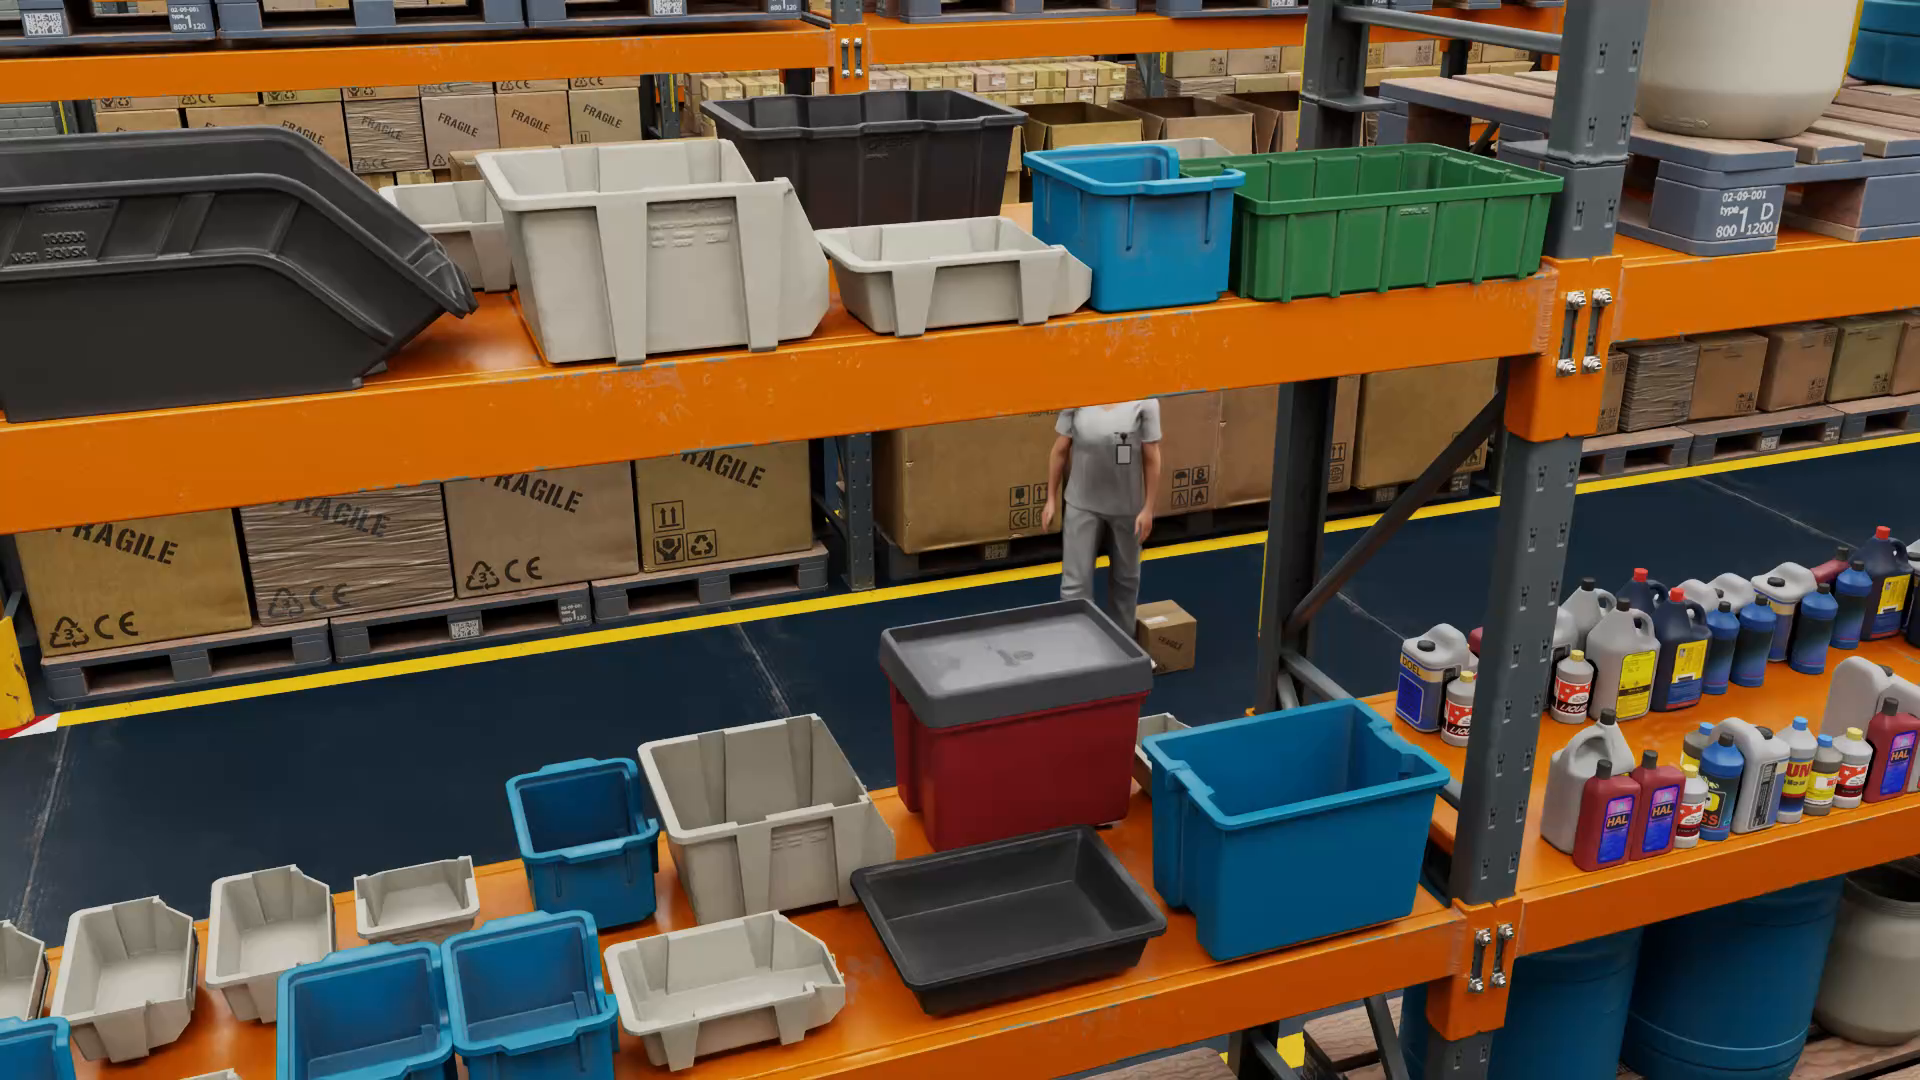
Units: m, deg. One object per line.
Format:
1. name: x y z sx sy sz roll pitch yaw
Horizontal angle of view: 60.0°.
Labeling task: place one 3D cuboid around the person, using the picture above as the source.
1. person: 0.635 -0.136 7.369 0.543 1.666 0.593 2 23 5
